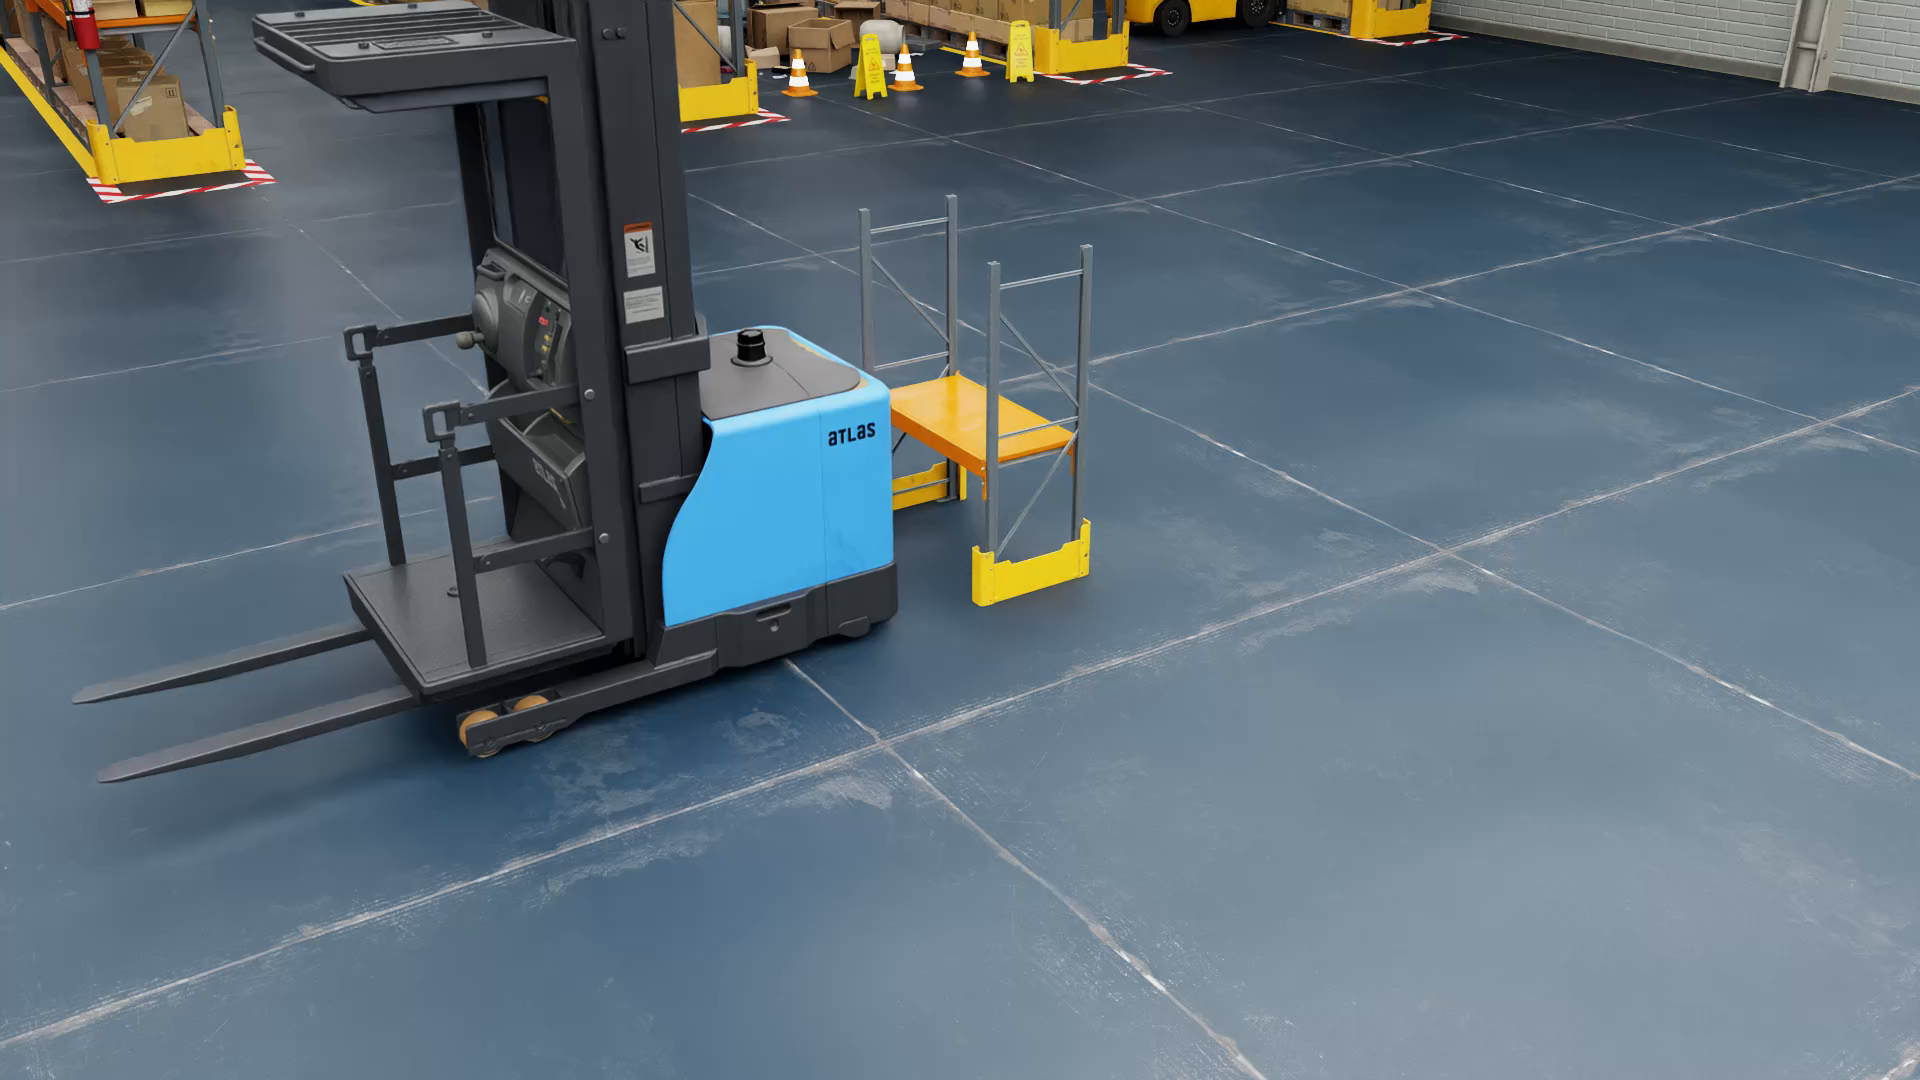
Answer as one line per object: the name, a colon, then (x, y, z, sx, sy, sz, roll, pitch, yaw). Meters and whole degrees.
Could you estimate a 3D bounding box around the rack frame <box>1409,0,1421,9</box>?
rack frame: (5.617, -8.007, 21.198, 1.000, 3.000, 0.127, -16, 29, -30)

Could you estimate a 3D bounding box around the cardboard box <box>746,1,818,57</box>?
cardboard box: (-2.137, -6.153, 20.035, 0.797, 0.637, 0.503, -16, 29, -30)

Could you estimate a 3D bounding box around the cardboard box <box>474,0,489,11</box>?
cardboard box: (-5.230, -6.464, 20.072, 1.050, 0.750, 0.750, -16, 29, -30)

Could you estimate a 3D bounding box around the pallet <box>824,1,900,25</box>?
pallet: (-1.149, -7.297, 22.960, 1.003, 0.211, 1.213, -16, 29, -30)

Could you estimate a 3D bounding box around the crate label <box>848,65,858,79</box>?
crate label: (-1.081, -5.294, 18.805, 0.298, 0.136, 0.250, 12, 28, 24)

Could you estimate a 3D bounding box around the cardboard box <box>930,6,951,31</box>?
cardboard box: (-0.035, -6.575, 20.893, 0.500, 0.250, 0.500, -16, 30, -30)

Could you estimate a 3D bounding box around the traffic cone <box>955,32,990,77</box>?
traffic cone: (0.145, -5.555, 18.976, 0.336, 0.463, 0.334, -16, 29, -30)

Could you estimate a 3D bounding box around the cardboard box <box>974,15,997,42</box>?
cardboard box: (0.518, -6.209, 20.118, 0.500, 0.250, 0.500, -15, 29, -29)

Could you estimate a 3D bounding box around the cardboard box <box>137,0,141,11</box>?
cardboard box: (-6.919, -4.678, 14.439, 0.380, 0.149, 0.250, -16, 29, -30)

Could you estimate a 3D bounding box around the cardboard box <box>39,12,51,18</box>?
cardboard box: (-9.894, -5.639, 18.594, 0.700, 0.500, 0.500, -18, 31, -34)

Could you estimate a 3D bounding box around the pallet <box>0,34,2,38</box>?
pallet: (-12.239, -6.876, 22.068, 1.003, 0.211, 1.213, -16, 29, -30)

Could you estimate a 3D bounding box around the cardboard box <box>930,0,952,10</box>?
cardboard box: (-0.044, -6.917, 20.739, 0.500, 0.500, 0.500, -14, 29, -27)

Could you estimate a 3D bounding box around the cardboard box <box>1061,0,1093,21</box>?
cardboard box: (1.238, -6.496, 19.848, 0.500, 0.500, 0.500, -17, 30, -31)

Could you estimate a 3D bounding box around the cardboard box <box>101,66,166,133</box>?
cardboard box: (-7.524, -4.032, 15.214, 0.500, 0.500, 0.500, -8, 26, -16)

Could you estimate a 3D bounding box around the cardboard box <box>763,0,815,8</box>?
cardboard box: (-2.198, -7.066, 21.246, 0.500, 0.500, 0.500, -16, 29, -30)

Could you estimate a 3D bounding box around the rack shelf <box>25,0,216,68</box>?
rack shelf: (-7.934, -4.930, 15.522, 1.077, 0.370, 4.000, -16, 29, -30)

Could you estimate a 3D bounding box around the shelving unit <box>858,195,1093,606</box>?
shelving unit: (0.042, -0.651, 7.372, 0.587, 1.500, 1.083, -16, 29, -30)

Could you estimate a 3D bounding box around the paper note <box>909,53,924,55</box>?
paper note: (-0.533, -5.926, 20.266, 0.148, 0.019, 0.142, 18, 31, 33)

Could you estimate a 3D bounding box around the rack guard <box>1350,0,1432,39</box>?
rack guard: (5.630, -6.868, 21.714, 1.175, 0.500, 0.348, -16, 29, -30)

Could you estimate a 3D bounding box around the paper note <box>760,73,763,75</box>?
paper note: (-2.279, -5.344, 19.058, 0.032, 0.001, 0.123, -1, 25, -3)

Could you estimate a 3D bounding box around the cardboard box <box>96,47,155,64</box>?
cardboard box: (-8.118, -4.471, 16.143, 0.500, 0.500, 0.500, -19, 31, -34)

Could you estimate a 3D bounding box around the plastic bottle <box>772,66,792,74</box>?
plastic bottle: (-2.073, -5.421, 19.161, 0.283, 0.061, 0.133, 18, 31, 33)

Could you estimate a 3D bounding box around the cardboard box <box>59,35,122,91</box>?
cardboard box: (-8.841, -4.878, 17.005, 0.500, 0.500, 0.500, -17, 30, -31)

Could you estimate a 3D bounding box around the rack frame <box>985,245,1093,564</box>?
rack frame: (0.324, -0.466, 6.980, 0.500, 1.500, 0.032, -16, 29, -30)

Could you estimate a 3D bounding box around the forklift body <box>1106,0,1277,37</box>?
forklift body: (3.054, -7.877, 21.916, 2.313, 2.155, 1.214, -16, 29, -30)

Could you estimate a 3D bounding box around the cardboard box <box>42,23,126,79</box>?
cardboard box: (-9.343, -5.264, 17.799, 0.700, 0.500, 0.500, -18, 31, -33)

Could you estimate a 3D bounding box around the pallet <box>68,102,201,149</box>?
pallet: (-7.960, -4.041, 16.062, 1.003, 0.211, 1.213, -16, 29, -30)

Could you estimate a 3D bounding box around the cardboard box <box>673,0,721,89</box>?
cardboard box: (-3.057, -5.116, 17.070, 0.875, 0.875, 0.875, -15, 29, -29)

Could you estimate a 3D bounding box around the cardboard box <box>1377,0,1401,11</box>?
cardboard box: (5.513, -7.175, 22.164, 0.500, 0.250, 0.500, -15, 29, -29)

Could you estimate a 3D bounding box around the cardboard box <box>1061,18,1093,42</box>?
cardboard box: (1.252, -6.149, 19.990, 0.500, 0.250, 0.500, -16, 30, -30)

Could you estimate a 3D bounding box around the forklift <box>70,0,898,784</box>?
forklift: (-1.774, -0.790, 5.990, 3.031, 2.935, 1.130, -16, 29, -30)

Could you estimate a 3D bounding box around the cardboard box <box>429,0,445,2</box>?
cardboard box: (-6.262, -7.143, 21.510, 1.050, 0.750, 0.750, -15, 29, -29)

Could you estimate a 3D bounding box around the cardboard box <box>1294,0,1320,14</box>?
cardboard box: (4.833, -7.228, 22.277, 0.500, 0.250, 0.500, -16, 29, -30)

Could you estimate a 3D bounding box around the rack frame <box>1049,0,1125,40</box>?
rack frame: (1.461, -6.849, 18.745, 1.000, 3.000, 0.127, -16, 29, -30)

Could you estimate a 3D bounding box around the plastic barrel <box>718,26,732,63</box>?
plastic barrel: (-2.911, -5.877, 19.703, 0.512, 0.421, 0.421, 3, 25, 6)

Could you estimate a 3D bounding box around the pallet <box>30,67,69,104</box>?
pallet: (-9.452, -4.988, 18.068, 1.003, 0.211, 1.213, -16, 29, -30)

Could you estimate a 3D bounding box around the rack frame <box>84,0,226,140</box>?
rack frame: (-6.843, -4.540, 13.853, 1.000, 3.000, 0.127, -16, 29, -30)

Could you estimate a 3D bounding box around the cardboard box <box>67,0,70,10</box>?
cardboard box: (-7.487, -4.647, 14.374, 0.380, 0.149, 0.250, -16, 29, -30)

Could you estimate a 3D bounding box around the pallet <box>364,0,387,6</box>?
pallet: (-8.086, -7.976, 24.398, 1.003, 0.211, 1.213, -16, 29, -30)

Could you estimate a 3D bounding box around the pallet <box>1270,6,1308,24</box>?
pallet: (4.503, -7.446, 23.276, 1.003, 0.211, 1.213, -16, 29, -30)

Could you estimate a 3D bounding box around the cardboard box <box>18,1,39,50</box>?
cardboard box: (-10.514, -6.039, 19.442, 0.700, 0.500, 0.500, -18, 31, -34)

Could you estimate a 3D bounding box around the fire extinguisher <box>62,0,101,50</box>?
fire extinguisher: (-7.166, -4.356, 13.555, 0.296, 0.674, 0.183, -16, 29, -30)

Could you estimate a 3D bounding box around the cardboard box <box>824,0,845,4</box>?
cardboard box: (-1.407, -7.725, 23.186, 0.950, 0.372, 0.625, -14, 28, -26)

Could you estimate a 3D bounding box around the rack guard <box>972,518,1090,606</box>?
rack guard: (0.313, 0.092, 7.262, 0.587, 0.250, 0.087, -16, 29, -30)

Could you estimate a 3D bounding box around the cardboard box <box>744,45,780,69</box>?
cardboard box: (-2.334, -5.668, 19.446, 0.396, 0.266, 0.258, -10, 27, -21)

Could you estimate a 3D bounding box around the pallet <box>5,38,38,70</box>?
pallet: (-10.784, -5.860, 19.917, 1.003, 0.211, 1.213, -16, 29, -30)

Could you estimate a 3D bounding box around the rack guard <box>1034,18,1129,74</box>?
rack guard: (1.419, -5.746, 19.336, 1.175, 0.500, 0.348, -16, 29, -30)

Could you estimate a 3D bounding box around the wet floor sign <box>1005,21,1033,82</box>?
wet floor sign: (0.668, -5.467, 18.576, 0.267, 0.644, 0.232, -6, 26, -12)

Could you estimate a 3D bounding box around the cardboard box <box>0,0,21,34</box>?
cardboard box: (-11.569, -6.882, 20.811, 1.225, 0.875, 0.875, -17, 30, -32)

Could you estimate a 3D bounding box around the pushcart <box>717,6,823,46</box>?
pushcart: (-2.606, -6.545, 21.172, 0.936, 0.377, 1.648, 18, 31, 33)

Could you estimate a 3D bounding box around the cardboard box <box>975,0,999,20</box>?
cardboard box: (0.517, -6.547, 19.954, 0.500, 0.500, 0.500, -14, 29, -28)

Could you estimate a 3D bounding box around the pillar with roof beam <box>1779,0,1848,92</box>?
pillar with roof beam: (5.661, -8.030, 14.219, 9.100, 9.000, 0.400, -16, 29, -30)

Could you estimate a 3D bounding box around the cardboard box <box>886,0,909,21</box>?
cardboard box: (-0.627, -6.952, 21.693, 0.500, 0.250, 0.500, -17, 30, -32)

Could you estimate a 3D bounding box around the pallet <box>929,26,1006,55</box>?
pallet: (0.343, -6.350, 20.954, 1.003, 0.211, 1.213, -16, 29, -30)
